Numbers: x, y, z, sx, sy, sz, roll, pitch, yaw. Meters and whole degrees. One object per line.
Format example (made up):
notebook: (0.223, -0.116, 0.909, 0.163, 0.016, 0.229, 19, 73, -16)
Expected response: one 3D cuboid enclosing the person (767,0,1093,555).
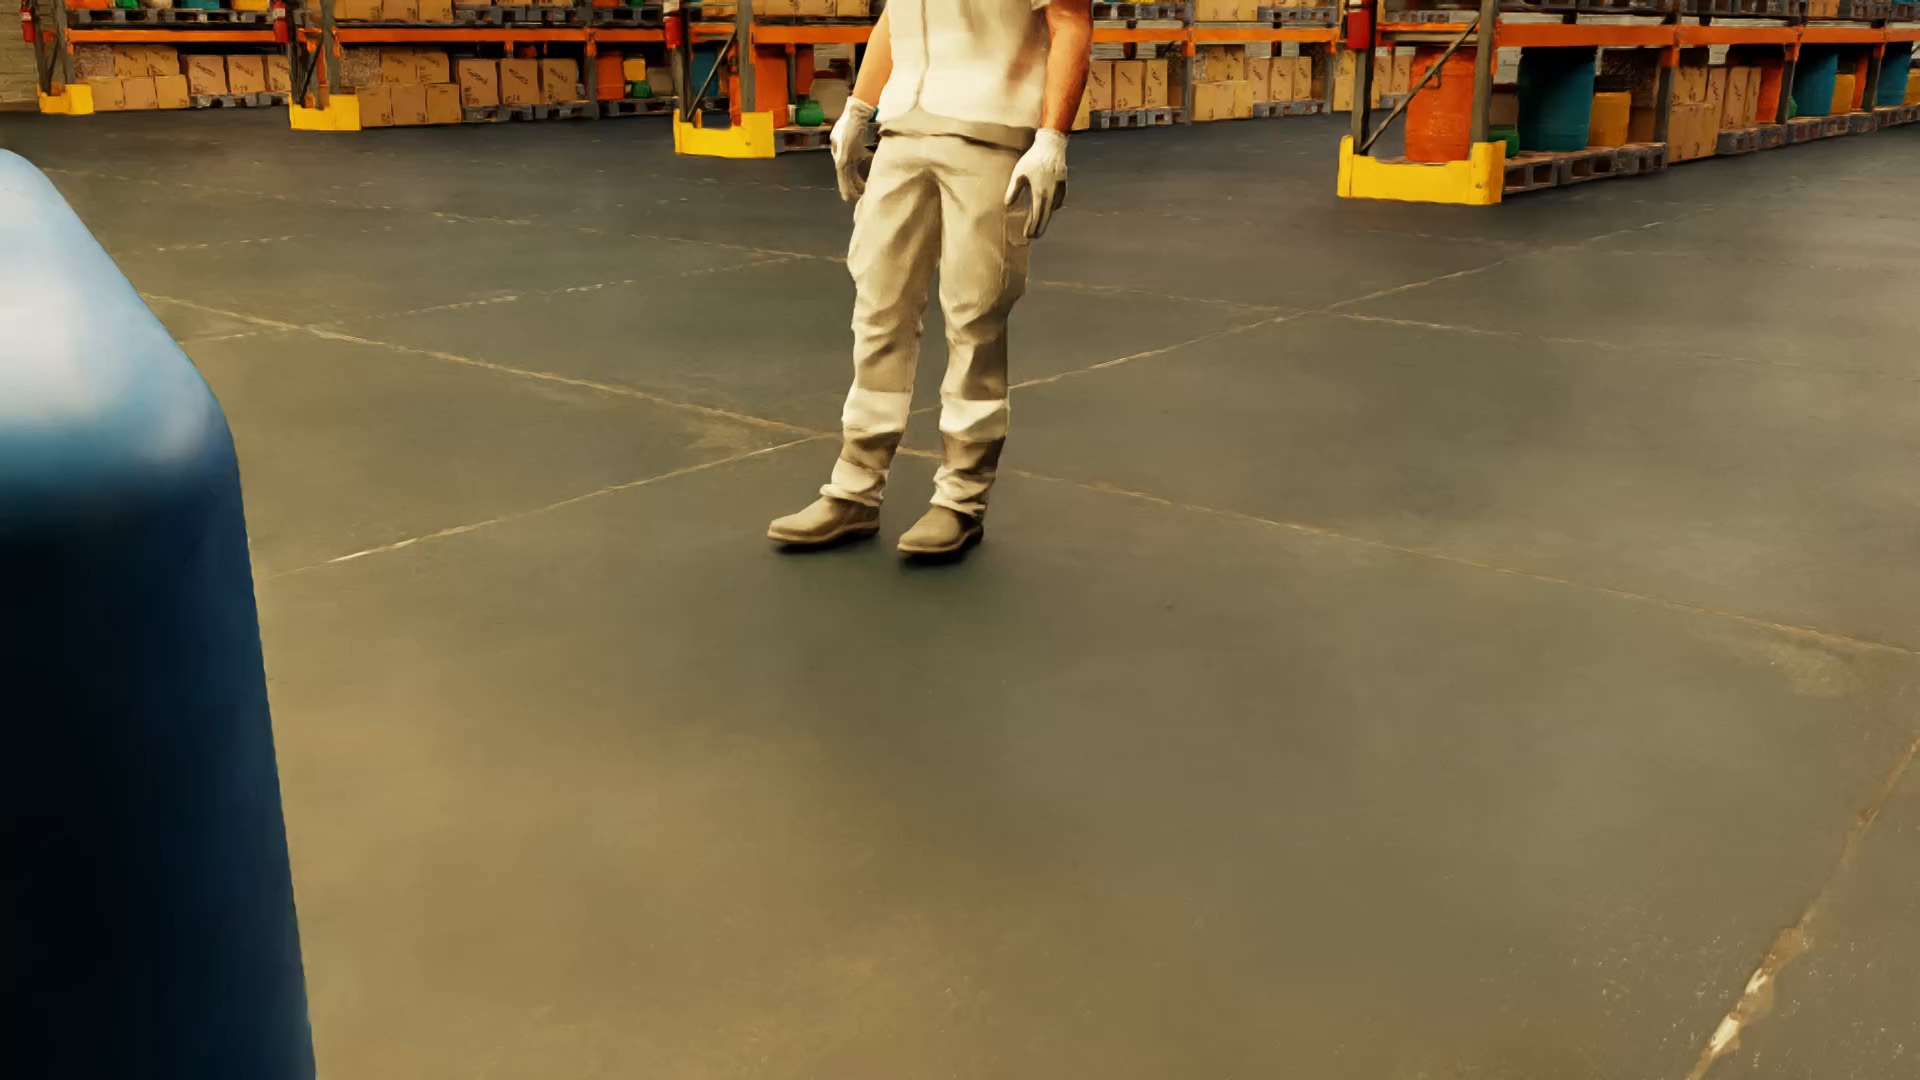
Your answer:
person: (-0.060, -0.847, 3.627, 0.637, 1.787, 0.563, 13, 21, 37)
